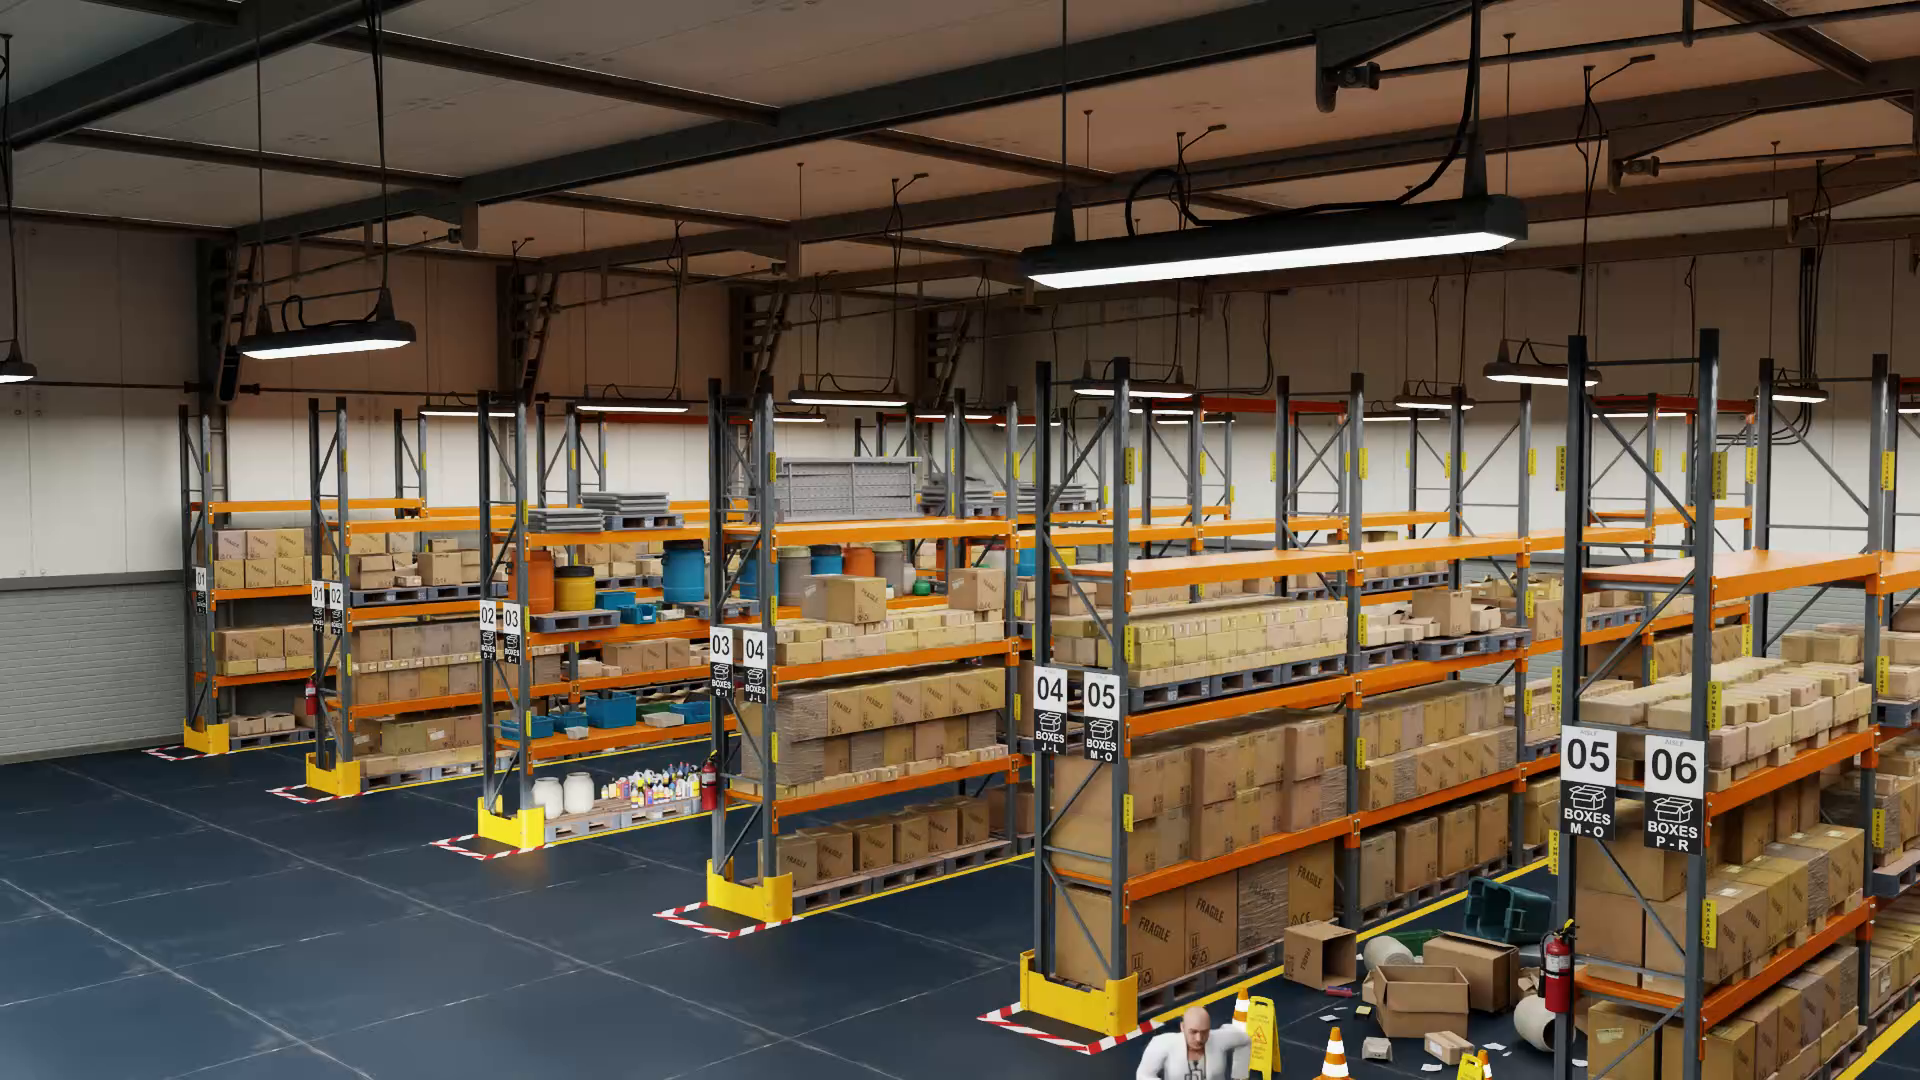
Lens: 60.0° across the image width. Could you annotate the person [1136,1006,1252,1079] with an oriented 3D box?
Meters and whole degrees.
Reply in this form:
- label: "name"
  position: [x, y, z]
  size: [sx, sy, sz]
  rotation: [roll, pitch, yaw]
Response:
- label: "person"
  position: [1.503, 3.768, 10.826]
  size: [0.755, 1.742, 1.069]
  rotation: [0, 3, 0]
